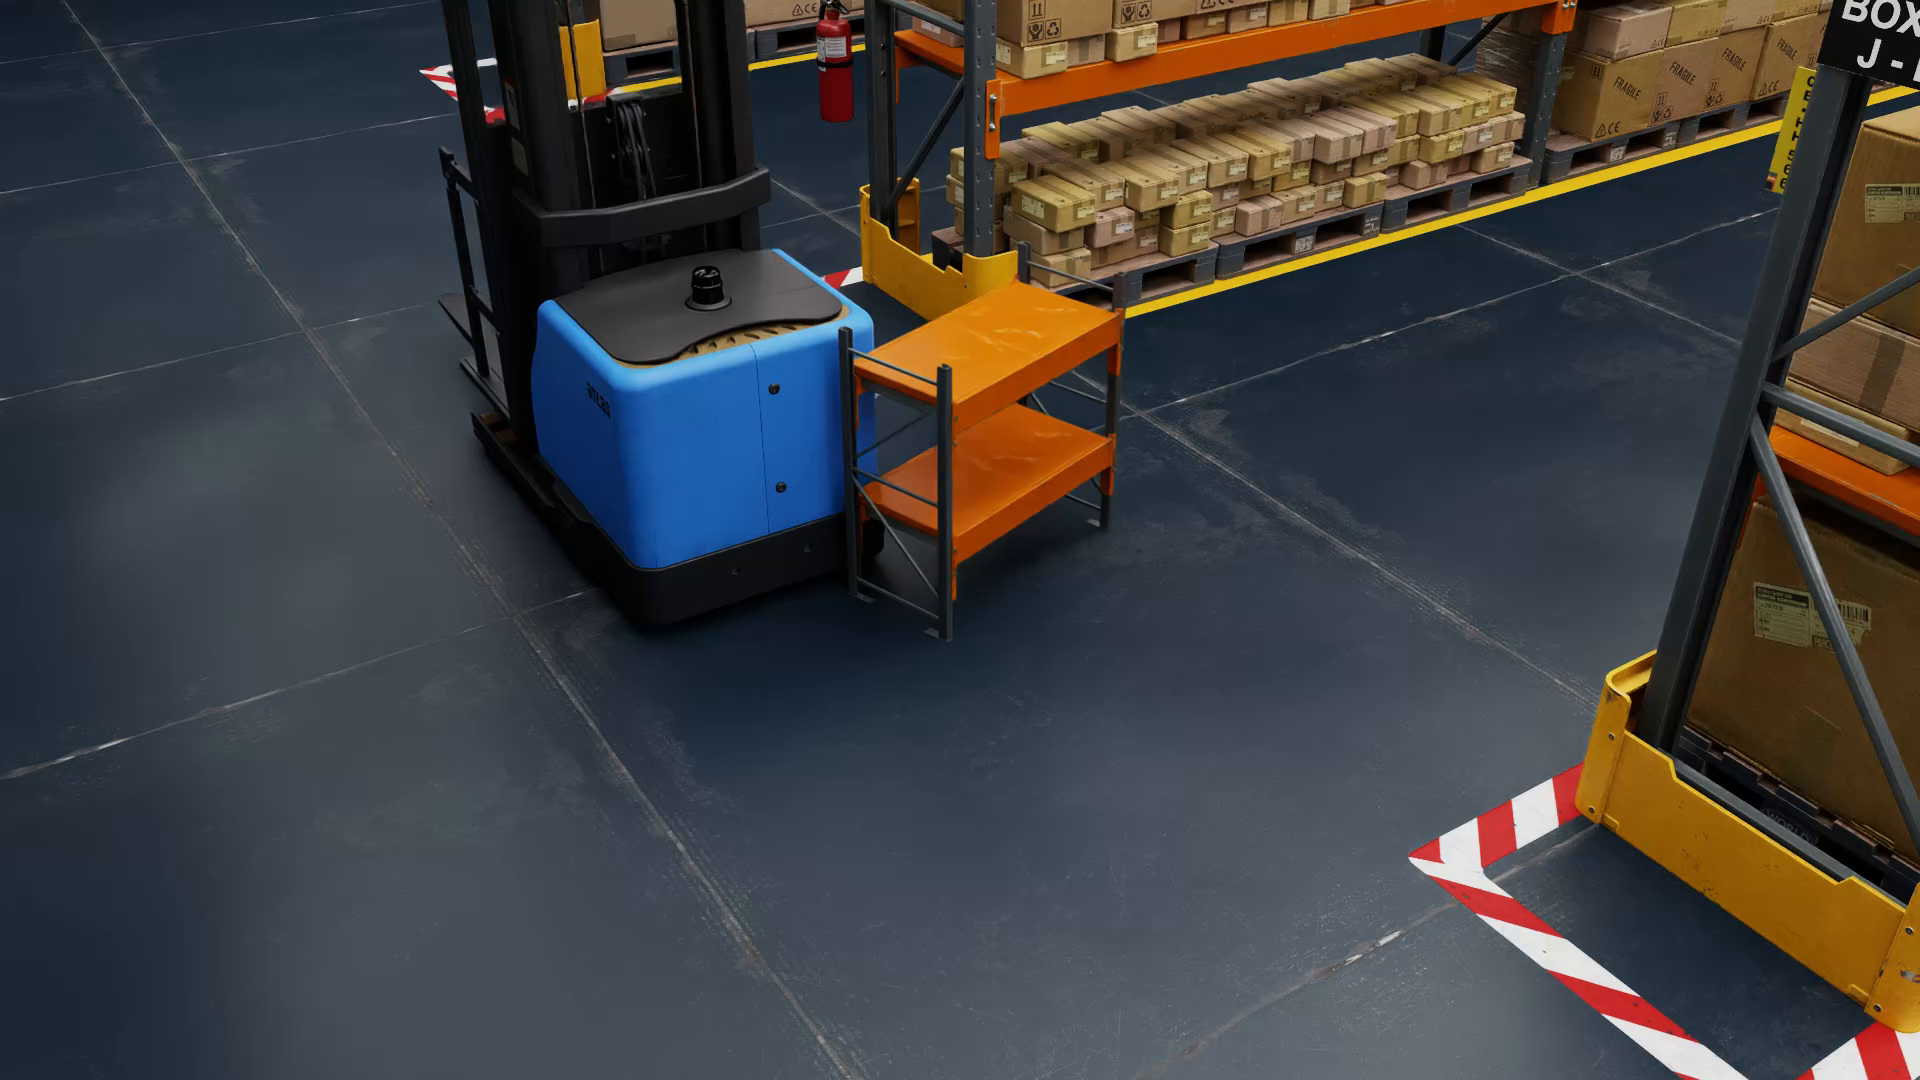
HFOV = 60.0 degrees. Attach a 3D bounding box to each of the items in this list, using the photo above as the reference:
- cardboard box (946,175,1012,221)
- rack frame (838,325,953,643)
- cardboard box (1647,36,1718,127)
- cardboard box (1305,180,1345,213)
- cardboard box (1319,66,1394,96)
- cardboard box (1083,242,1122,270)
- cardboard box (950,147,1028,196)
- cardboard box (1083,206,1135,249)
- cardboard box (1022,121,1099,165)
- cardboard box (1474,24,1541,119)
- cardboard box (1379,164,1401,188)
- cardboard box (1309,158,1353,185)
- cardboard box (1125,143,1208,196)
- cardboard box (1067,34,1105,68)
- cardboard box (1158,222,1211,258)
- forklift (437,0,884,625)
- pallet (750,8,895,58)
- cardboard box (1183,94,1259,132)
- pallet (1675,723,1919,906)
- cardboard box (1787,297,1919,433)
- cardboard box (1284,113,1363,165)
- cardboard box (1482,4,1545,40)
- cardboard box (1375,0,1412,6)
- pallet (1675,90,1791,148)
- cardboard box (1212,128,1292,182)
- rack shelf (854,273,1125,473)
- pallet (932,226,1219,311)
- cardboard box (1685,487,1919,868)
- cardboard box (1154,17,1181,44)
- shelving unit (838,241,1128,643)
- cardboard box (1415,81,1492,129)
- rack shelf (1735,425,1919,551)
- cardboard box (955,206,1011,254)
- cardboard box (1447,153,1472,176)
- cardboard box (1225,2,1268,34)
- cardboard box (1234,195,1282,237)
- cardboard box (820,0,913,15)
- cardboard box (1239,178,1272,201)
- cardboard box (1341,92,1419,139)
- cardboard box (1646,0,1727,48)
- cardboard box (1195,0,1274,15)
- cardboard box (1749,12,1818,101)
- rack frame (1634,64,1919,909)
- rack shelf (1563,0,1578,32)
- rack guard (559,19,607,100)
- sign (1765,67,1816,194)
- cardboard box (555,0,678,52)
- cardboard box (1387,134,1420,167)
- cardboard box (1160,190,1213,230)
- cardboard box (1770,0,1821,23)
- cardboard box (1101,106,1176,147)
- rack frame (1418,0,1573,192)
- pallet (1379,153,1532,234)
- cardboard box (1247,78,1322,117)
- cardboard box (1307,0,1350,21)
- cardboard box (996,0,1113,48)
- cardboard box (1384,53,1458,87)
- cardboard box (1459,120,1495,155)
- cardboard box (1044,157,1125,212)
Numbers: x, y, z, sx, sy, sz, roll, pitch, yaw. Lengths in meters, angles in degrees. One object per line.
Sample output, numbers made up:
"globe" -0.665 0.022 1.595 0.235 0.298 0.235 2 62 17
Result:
"cardboard box" 0.134 -1.843 8.860 0.250 0.149 0.380 -20 37 -29
"rack frame" -0.227 -0.185 5.988 0.500 1.125 0.032 24 40 33
"cardboard box" 4.415 -2.990 10.627 0.500 0.500 0.500 -17 36 -25
"cardboard box" 1.936 -1.982 9.359 0.250 0.149 0.380 -18 37 -26
"cardboard box" 2.356 -2.690 9.923 0.250 0.149 0.380 -20 37 -28
"cardboard box" 0.634 -1.557 8.685 0.250 0.149 0.380 -19 37 -27
"cardboard box" 0.152 -1.955 8.758 0.250 0.149 0.380 -19 37 -27
"cardboard box" 0.685 -1.653 8.558 0.250 0.149 0.380 -19 37 -27
"cardboard box" 0.544 -2.134 9.042 0.250 0.149 0.380 -20 37 -28
"cardboard box" 3.692 -3.068 10.752 0.500 0.500 0.500 -20 37 -28
"cardboard box" 2.324 -2.162 9.644 0.250 0.149 0.380 -20 37 -28
"cardboard box" 1.974 -2.137 9.325 0.250 0.149 0.380 -21 38 -29
"cardboard box" 1.081 -1.945 8.743 0.250 0.149 0.380 -21 38 -30
"cardboard box" 0.486 -2.397 7.974 0.250 0.149 0.380 -18 36 -26
"cardboard box" 1.114 -1.656 8.843 0.250 0.149 0.380 -18 37 -27
"forklift" -1.506 -1.676 6.660 1.130 2.935 3.031 -18 37 -27
"pallet" -1.268 -4.093 13.040 1.213 0.211 1.003 -19 37 -27
"cardboard box" 1.478 -2.397 9.460 0.250 0.149 0.380 -19 37 -27
"pallet" 3.077 0.702 5.439 1.213 0.211 1.003 -19 37 -27
"cardboard box" 2.711 -0.533 4.645 0.500 0.250 0.500 -20 37 -28
"cardboard box" 1.992 -2.215 9.171 0.250 0.149 0.380 -20 38 -29
"cardboard box" 3.696 -3.387 10.555 0.500 0.250 0.500 -20 37 -29
"cardboard box" 2.237 -2.998 8.927 0.250 0.149 0.380 -21 38 -29
"pallet" 4.887 -3.022 11.343 1.213 0.211 1.003 -19 37 -27
"cardboard box" 1.565 -2.077 8.951 0.250 0.149 0.380 -18 37 -27
"rack shelf" 0.100 -0.641 6.161 0.538 0.278 1.000 24 40 33
"pallet" 0.611 -1.526 8.972 1.213 0.211 1.003 -19 37 -27
"cardboard box" 2.942 0.289 5.078 0.875 0.875 0.875 -19 37 -27
"cardboard box" 0.885 -2.587 8.276 0.250 0.149 0.380 -17 36 -25
"shelving unit" 0.099 -0.393 6.318 0.538 1.125 1.048 24 40 33
"cardboard box" 2.856 -2.533 9.675 0.250 0.149 0.380 -18 37 -27
"rack shelf" 4.128 -0.485 5.382 4.000 0.370 1.077 -19 37 -27
"cardboard box" 0.174 -1.682 8.884 0.250 0.149 0.380 -18 37 -26
"cardboard box" 2.798 -2.289 9.846 0.250 0.149 0.380 -18 36 -26
"cardboard box" 1.349 -2.713 8.475 0.250 0.149 0.380 -20 37 -28
"cardboard box" 1.533 -1.806 9.080 0.250 0.149 0.380 -21 38 -30
"cardboard box" -0.898 -4.513 13.101 0.875 0.438 0.875 -20 37 -29
"cardboard box" 1.494 -2.005 9.116 0.250 0.149 0.380 -17 36 -25
"cardboard box" 2.390 -2.418 9.493 0.250 0.149 0.380 -18 36 -26
"cardboard box" 4.417 -3.309 10.430 0.500 0.250 0.500 -18 36 -26
"cardboard box" 1.226 -2.941 8.228 0.500 0.500 0.500 -18 37 -27
"cardboard box" 5.283 -3.282 11.090 0.500 0.500 0.500 -21 38 -29
"rack frame" 2.447 -0.211 4.273 0.127 3.000 1.000 -19 37 -27
"rack shelf" 4.888 -3.895 10.787 4.000 0.370 1.077 -19 37 -27
"rack guard" -2.942 -3.591 11.974 0.348 0.500 1.175 -19 37 -27
"sign" 2.165 -1.049 4.293 0.005 0.325 0.100 -19 37 -27
"cardboard box" -2.422 -3.985 12.263 0.875 0.438 0.875 -20 38 -29
"cardboard box" 2.414 -2.287 9.564 0.250 0.149 0.380 -19 37 -27
"cardboard box" 1.117 -1.788 8.773 0.250 0.149 0.380 -18 36 -26
"cardboard box" 5.282 -3.609 10.906 0.500 0.250 0.500 -18 36 -26
"cardboard box" 0.991 -2.283 9.278 0.250 0.149 0.380 -18 36 -26
"rack frame" 3.207 -3.621 9.679 0.127 3.000 1.000 -19 37 -27
"pallet" 2.662 -2.232 10.090 1.213 0.211 1.003 -19 37 -27
"cardboard box" 1.890 -2.567 9.729 0.250 0.149 0.380 -18 37 -26
"cardboard box" 1.819 -2.843 8.681 0.250 0.149 0.380 -18 37 -26
"cardboard box" 0.372 -2.639 7.749 0.500 0.500 0.500 -17 36 -25
"cardboard box" 2.805 -2.838 10.158 0.250 0.149 0.380 -17 36 -25
"cardboard box" 2.894 -2.401 9.745 0.250 0.149 0.380 -21 38 -29
"cardboard box" 0.636 -1.821 8.546 0.250 0.149 0.380 -18 37 -26
